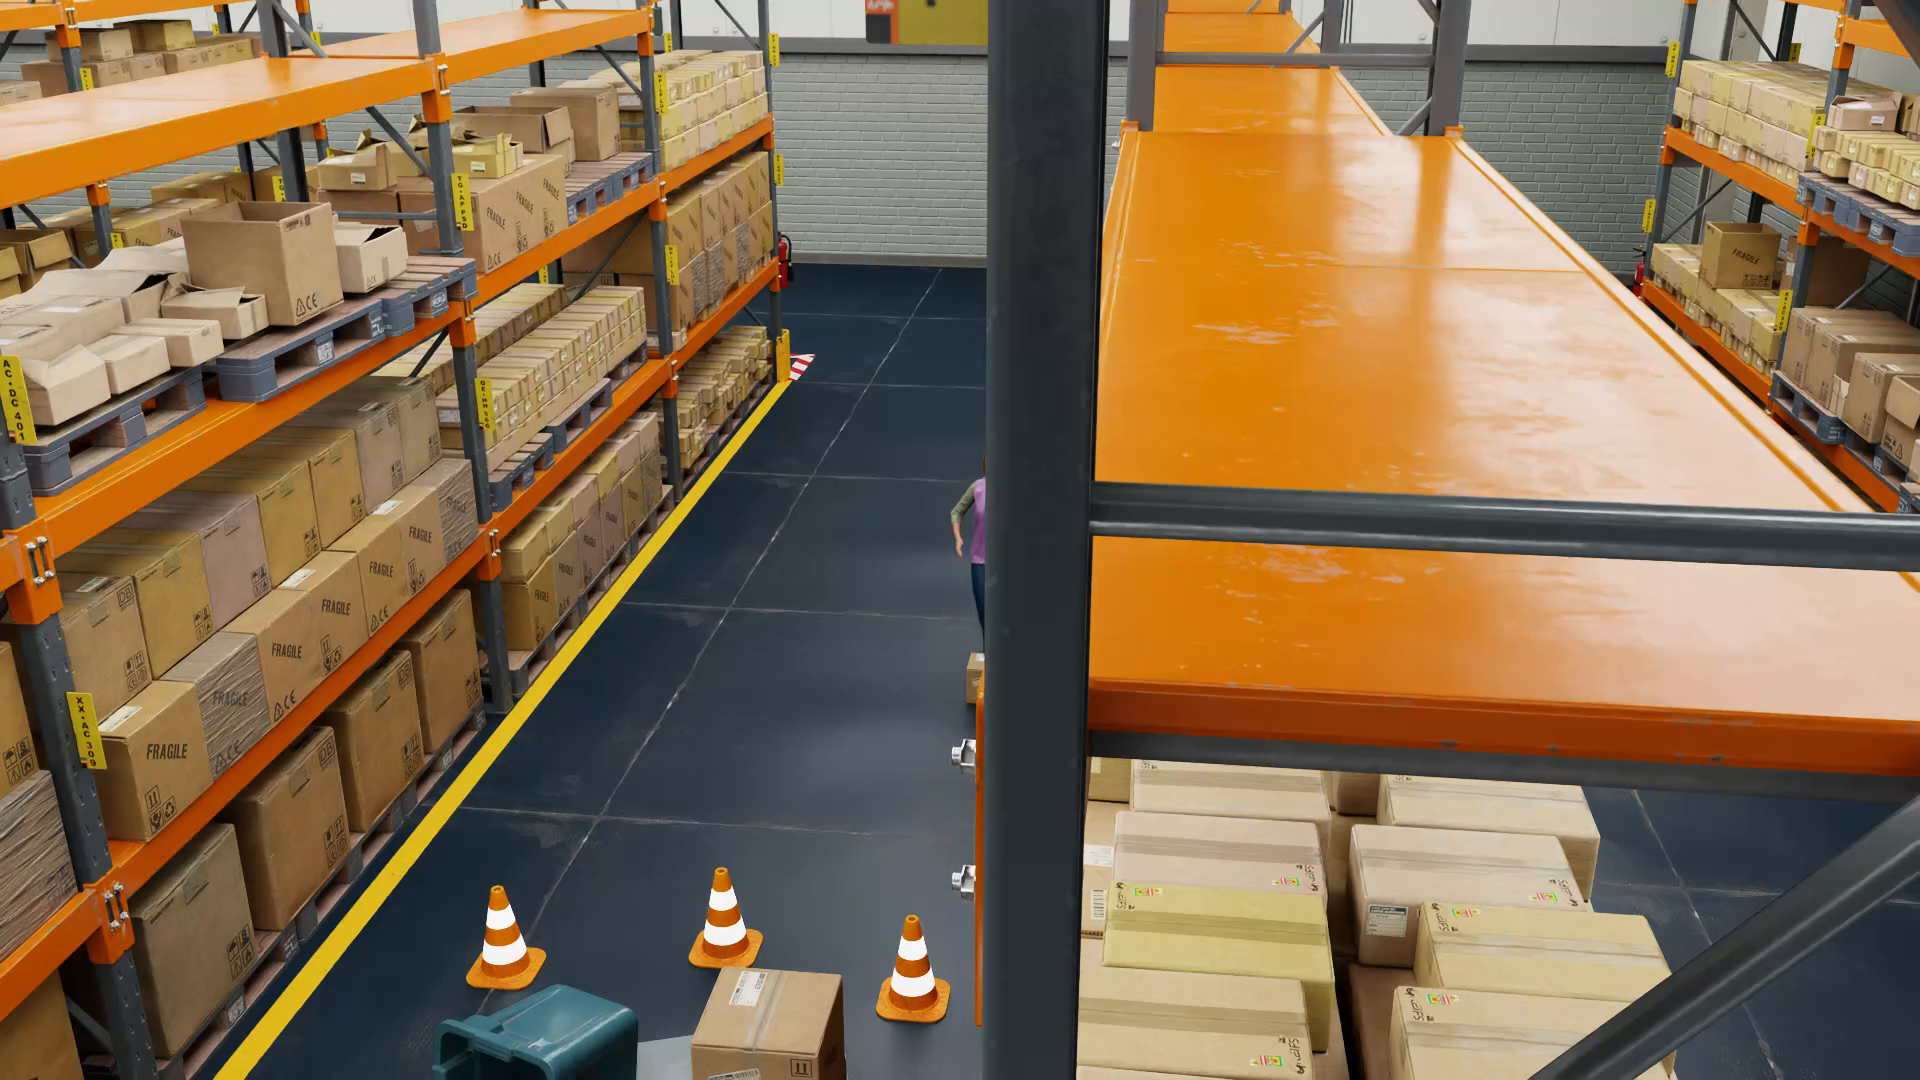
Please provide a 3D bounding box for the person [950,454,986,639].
[{"bbox_3d":[0.232,0.158,11.135,0.610,1.537,0.620,1,21,1],"label":"person"}]
